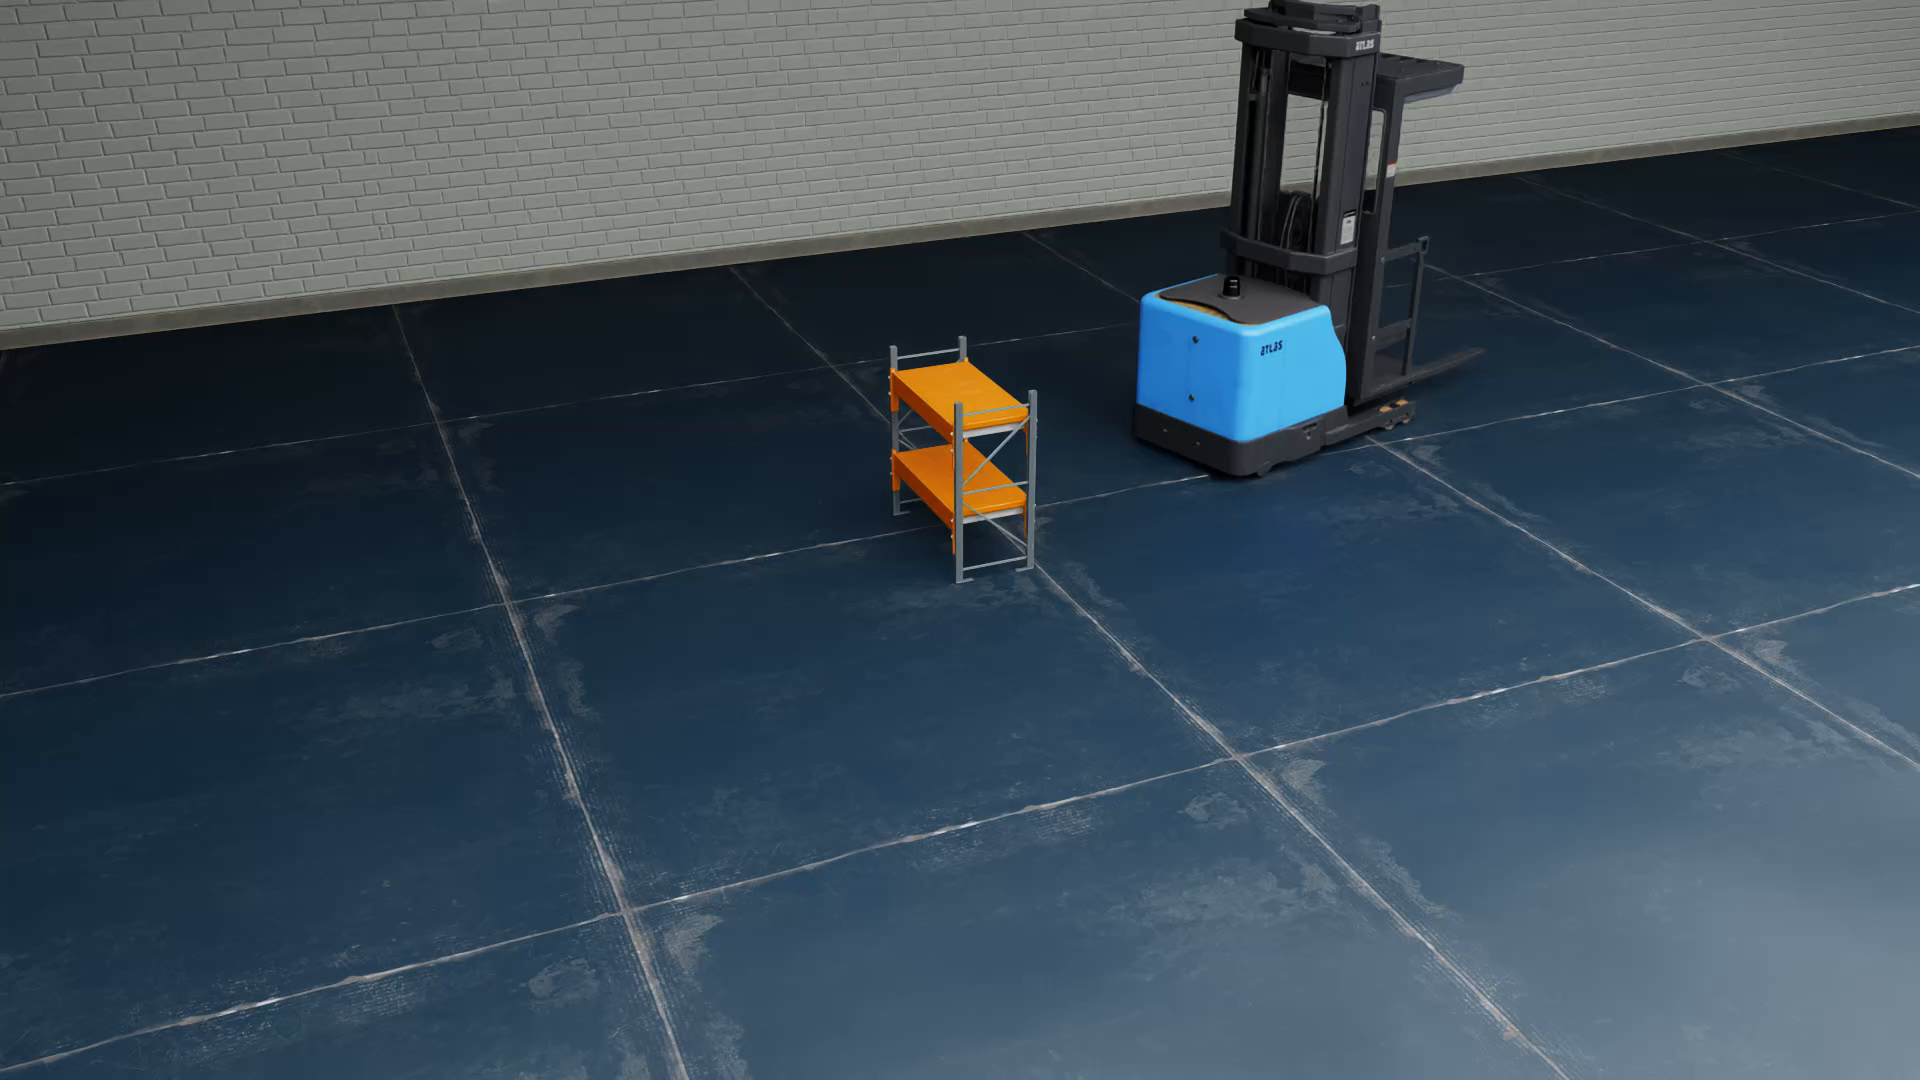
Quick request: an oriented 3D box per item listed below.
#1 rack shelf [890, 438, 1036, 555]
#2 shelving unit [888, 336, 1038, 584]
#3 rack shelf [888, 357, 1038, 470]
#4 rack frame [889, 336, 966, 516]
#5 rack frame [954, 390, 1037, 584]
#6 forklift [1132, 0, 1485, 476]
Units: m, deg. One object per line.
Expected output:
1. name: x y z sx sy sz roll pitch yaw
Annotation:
1. rack shelf: 0.003 -0.283 10.105 0.538 0.278 1.000 -11 28 -21
2. shelving unit: 0.003 -0.503 9.998 0.538 1.125 1.048 -11 28 -21
3. rack shelf: 0.003 -0.766 9.869 0.538 0.278 1.000 -11 28 -21
4. rack frame: -0.196 -0.708 10.418 0.500 1.125 0.032 -11 28 -21
5. rack frame: 0.202 -0.298 9.577 0.500 1.125 0.032 -11 28 -21
6. forklift: 2.653 -2.260 11.538 3.031 2.935 1.130 -20 33 -36
